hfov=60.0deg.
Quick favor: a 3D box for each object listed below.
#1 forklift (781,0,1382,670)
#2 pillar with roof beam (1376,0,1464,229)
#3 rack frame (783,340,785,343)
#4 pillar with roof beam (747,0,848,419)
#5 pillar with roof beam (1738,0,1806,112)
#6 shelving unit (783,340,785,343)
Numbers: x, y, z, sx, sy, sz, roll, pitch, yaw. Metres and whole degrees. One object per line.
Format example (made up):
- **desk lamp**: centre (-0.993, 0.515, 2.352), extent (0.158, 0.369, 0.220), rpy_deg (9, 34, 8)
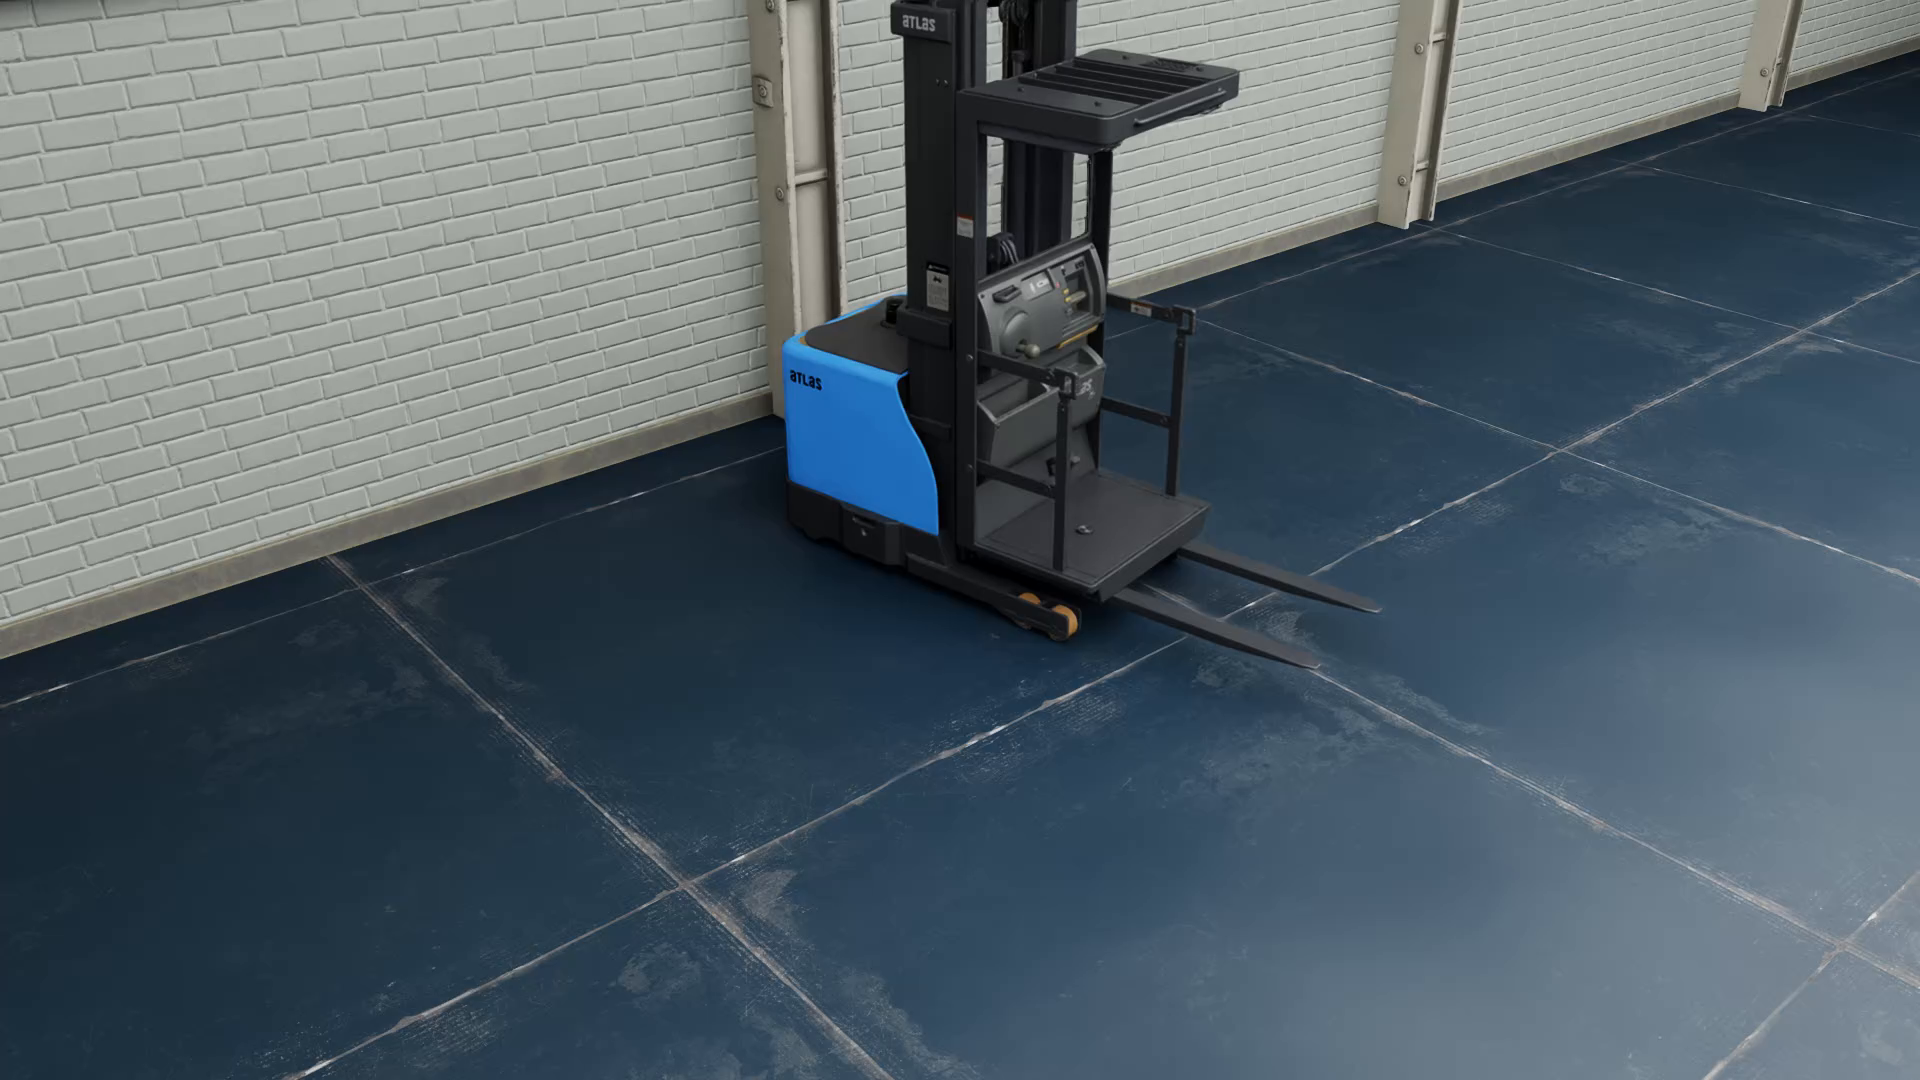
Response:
- **forklift**: centre (0.558, -1.098, 7.695), extent (3.031, 2.935, 1.130), rpy_deg (20, 34, 33)
- **pillar with roof beam**: centre (6.442, -5.056, 8.663), extent (0.400, 9.000, 9.100), rpy_deg (-22, 35, -35)
- **rack frame**: centre (-0.839, -0.628, 8.969), extent (0.240, 0.900, 0.006), rpy_deg (19, 34, 32)
- **pillar with roof beam**: centre (1.878, -3.220, 5.228), extent (0.400, 9.000, 9.100), rpy_deg (-22, 35, -35)
- **pillar with roof beam**: centre (11.007, -6.891, 12.098), extent (0.400, 9.000, 9.100), rpy_deg (-22, 35, -35)
- **shelving unit**: centre (-0.778, -0.666, 9.041), extent (0.258, 0.900, 0.210), rpy_deg (19, 34, 32)
